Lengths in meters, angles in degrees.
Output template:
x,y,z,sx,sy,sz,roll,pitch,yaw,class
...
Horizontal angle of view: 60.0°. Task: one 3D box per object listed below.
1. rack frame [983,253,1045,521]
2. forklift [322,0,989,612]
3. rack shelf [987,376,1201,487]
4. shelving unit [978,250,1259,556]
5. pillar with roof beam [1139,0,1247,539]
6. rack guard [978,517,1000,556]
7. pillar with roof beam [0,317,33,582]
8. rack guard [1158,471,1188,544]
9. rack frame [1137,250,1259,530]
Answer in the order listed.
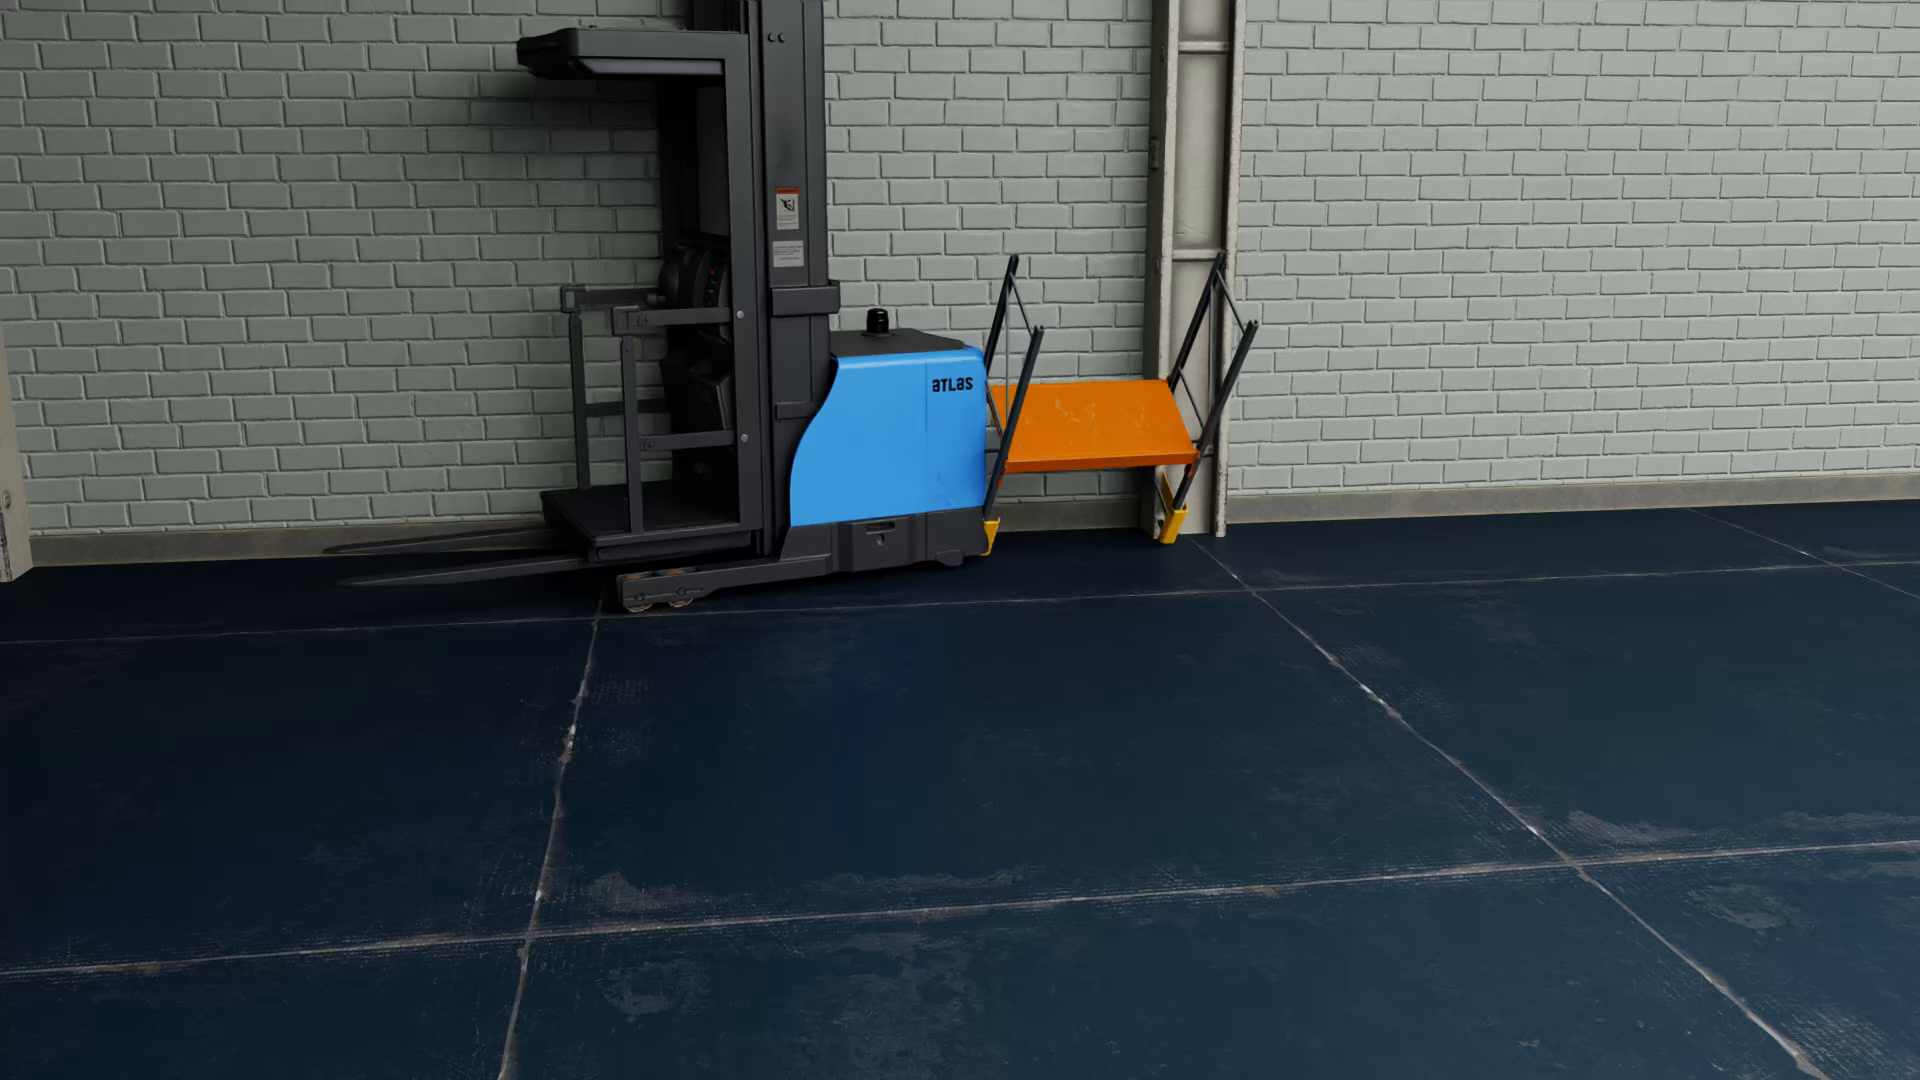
x,y,z,sx,sy,sz,roll,pitch,yaw,class
0.165,-0.623,7.887,0.032,1.500,0.500,-4,52,-16,rack frame
-1.413,-1.245,7.662,3.031,2.935,1.130,-7,16,-25,forklift
0.621,-0.539,8.162,1.000,0.185,0.538,-4,52,-16,rack shelf
0.661,-0.653,8.028,1.083,1.500,0.587,-4,52,-16,shelving unit
1.829,-3.378,3.692,0.400,9.000,9.100,-2,14,-8,pillar with roof beam
0.073,-0.230,8.364,0.087,0.250,0.587,-4,52,-16,rack guard
-4.104,-3.161,2.825,0.400,9.000,9.100,-2,14,-8,pillar with roof beam
1.029,-0.289,8.637,0.087,0.250,0.587,-4,52,-16,rack guard
1.141,-0.683,8.165,0.032,1.500,0.500,-4,52,-16,rack frame
